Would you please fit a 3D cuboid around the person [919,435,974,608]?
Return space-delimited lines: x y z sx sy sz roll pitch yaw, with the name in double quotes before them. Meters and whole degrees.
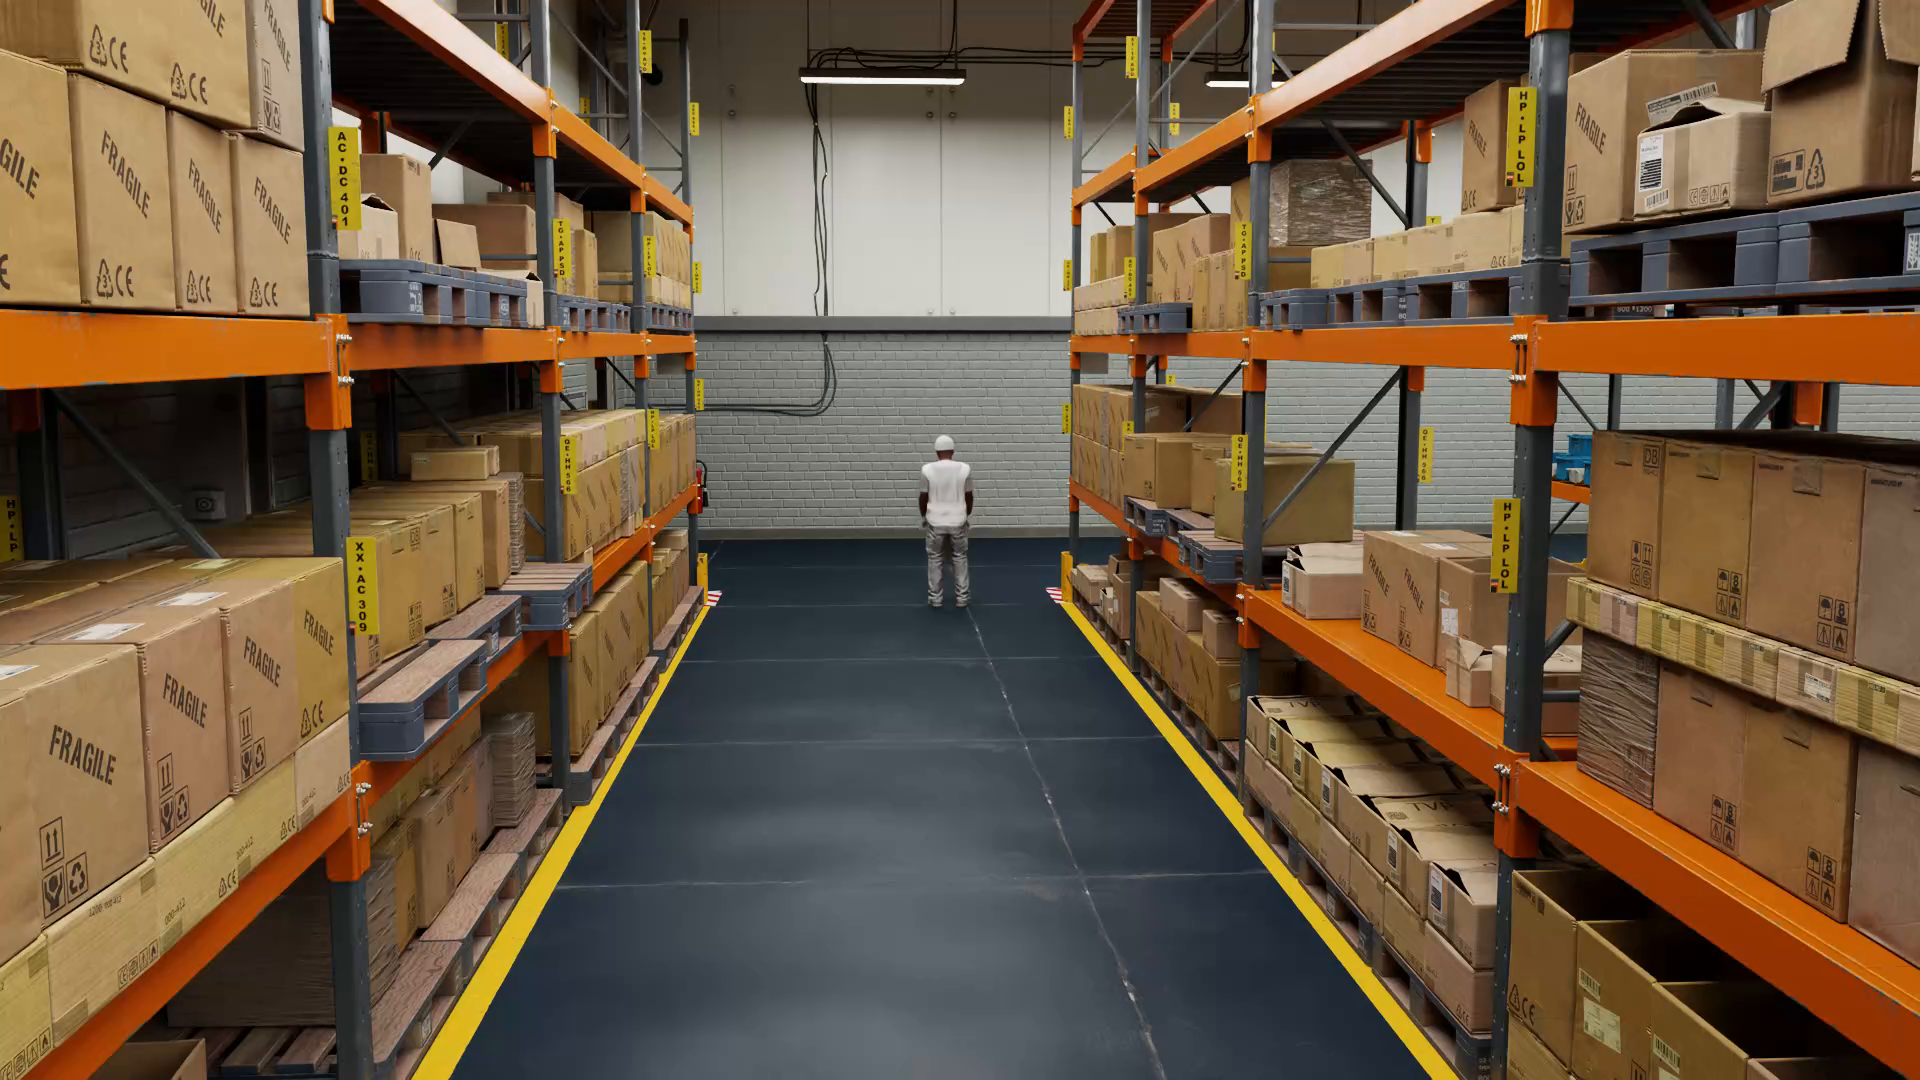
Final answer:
"person" -0.144 -0.193 17.288 0.575 1.781 0.411 -1 7 -5
